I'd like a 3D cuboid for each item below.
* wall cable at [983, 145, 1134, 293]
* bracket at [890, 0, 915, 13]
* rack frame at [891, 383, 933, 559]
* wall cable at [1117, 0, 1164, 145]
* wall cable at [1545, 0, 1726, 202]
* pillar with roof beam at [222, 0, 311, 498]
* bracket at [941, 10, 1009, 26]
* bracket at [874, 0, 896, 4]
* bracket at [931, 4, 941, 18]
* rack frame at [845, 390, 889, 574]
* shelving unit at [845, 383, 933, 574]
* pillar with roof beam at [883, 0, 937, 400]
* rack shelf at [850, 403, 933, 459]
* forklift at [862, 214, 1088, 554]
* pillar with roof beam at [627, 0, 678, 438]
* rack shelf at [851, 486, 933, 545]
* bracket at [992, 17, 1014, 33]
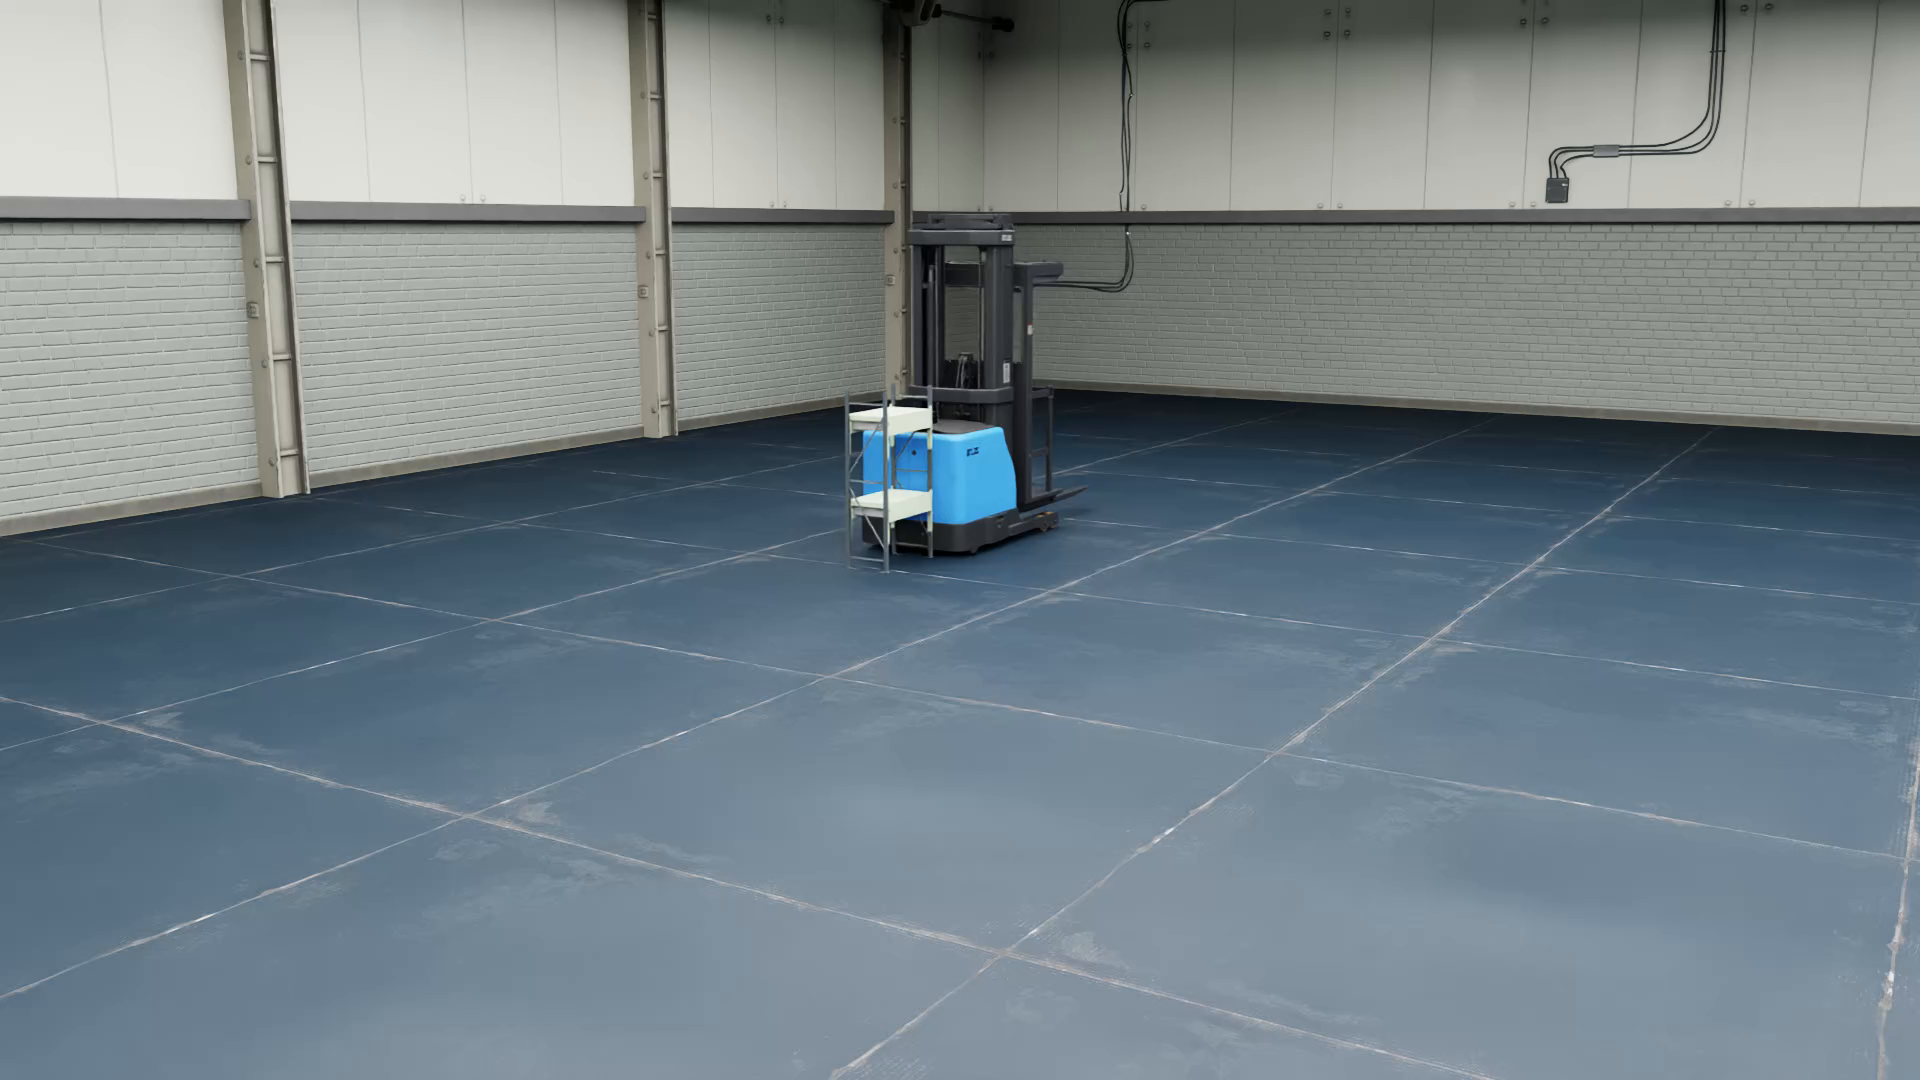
[{"bbox_3d":[1.647,-5.611,29.206,3.097,2.526,0.112,6,12,31],"label":"wall cable"},{"bbox_3d":[-0.924,-8.471,26.259,0.235,0.232,0.430,6,12,31],"label":"bracket"},{"bbox_3d":[-0.416,-0.594,14.348,0.400,1.500,0.023,6,12,28],"label":"rack frame"},{"bbox_3d":[3.960,-7.835,27.361,3.097,2.526,0.112,6,12,31],"label":"wall cable"},{"bbox_3d":[9.753,-7.900,23.749,2.305,6.003,0.169,6,12,31],"label":"wall cable"},{"bbox_3d":[-3.563,-4.502,14.843,9.100,9.000,0.400,6,12,31],"label":"pillar with roof beam"},{"bbox_3d":[0.430,-8.881,28.451,0.076,0.066,3.189,6,12,31],"label":"bracket"},{"bbox_3d":[-2.262,-8.065,24.095,0.076,0.066,4.783,6,12,31],"label":"bracket"},{"bbox_3d":[-0.493,-8.601,26.957,0.235,0.232,0.430,6,12,31],"label":"bracket"},{"bbox_3d":[-0.769,-0.476,13.718,0.400,1.500,0.023,6,12,28],"label":"rack frame"},{"bbox_3d":[-0.592,-0.535,14.033,0.431,1.500,0.755,6,12,28],"label":"shelving unit"},{"bbox_3d":[2.667,-6.389,24.923,9.100,9.000,0.548,6,12,31],"label":"pillar with roof beam"},{"bbox_3d":[-0.592,-0.919,13.961,0.431,0.370,0.720,6,12,28],"label":"rack shelf"},{"bbox_3d":[0.282,-1.550,15.563,1.130,2.935,3.031,6,12,28],"label":"forklift"},{"bbox_3d":[-0.448,-5.446,19.883,9.100,9.000,0.400,6,12,31],"label":"pillar with roof beam"},{"bbox_3d":[-0.592,-0.215,14.093,0.431,0.370,0.720,6,12,28],"label":"rack shelf"},{"bbox_3d":[0.737,-8.974,28.947,0.235,0.232,0.430,6,12,31],"label":"bracket"}]
